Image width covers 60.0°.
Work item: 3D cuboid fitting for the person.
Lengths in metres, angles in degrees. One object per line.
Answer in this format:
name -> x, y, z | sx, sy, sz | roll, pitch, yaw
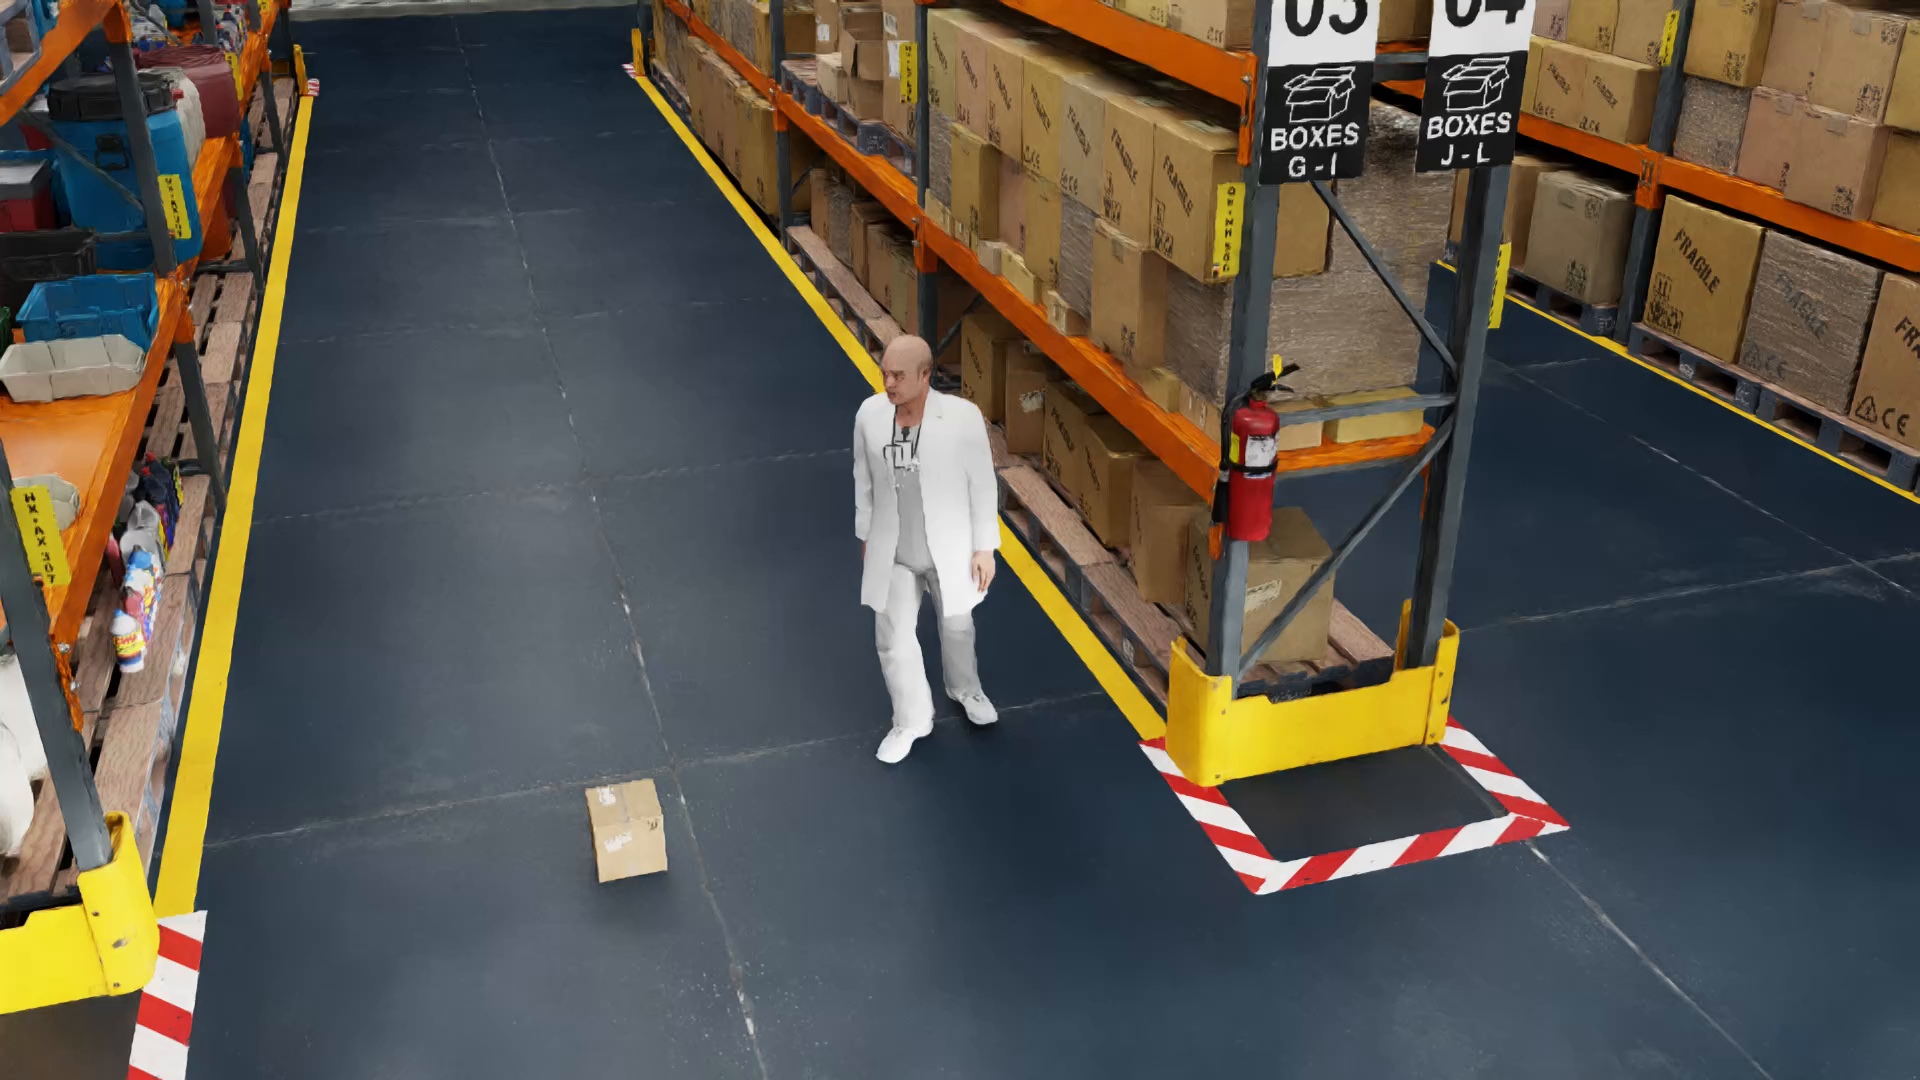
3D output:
person -> -0.126, 0.005, 6.621 | 0.611, 1.768, 0.634 | 6, 27, 13
